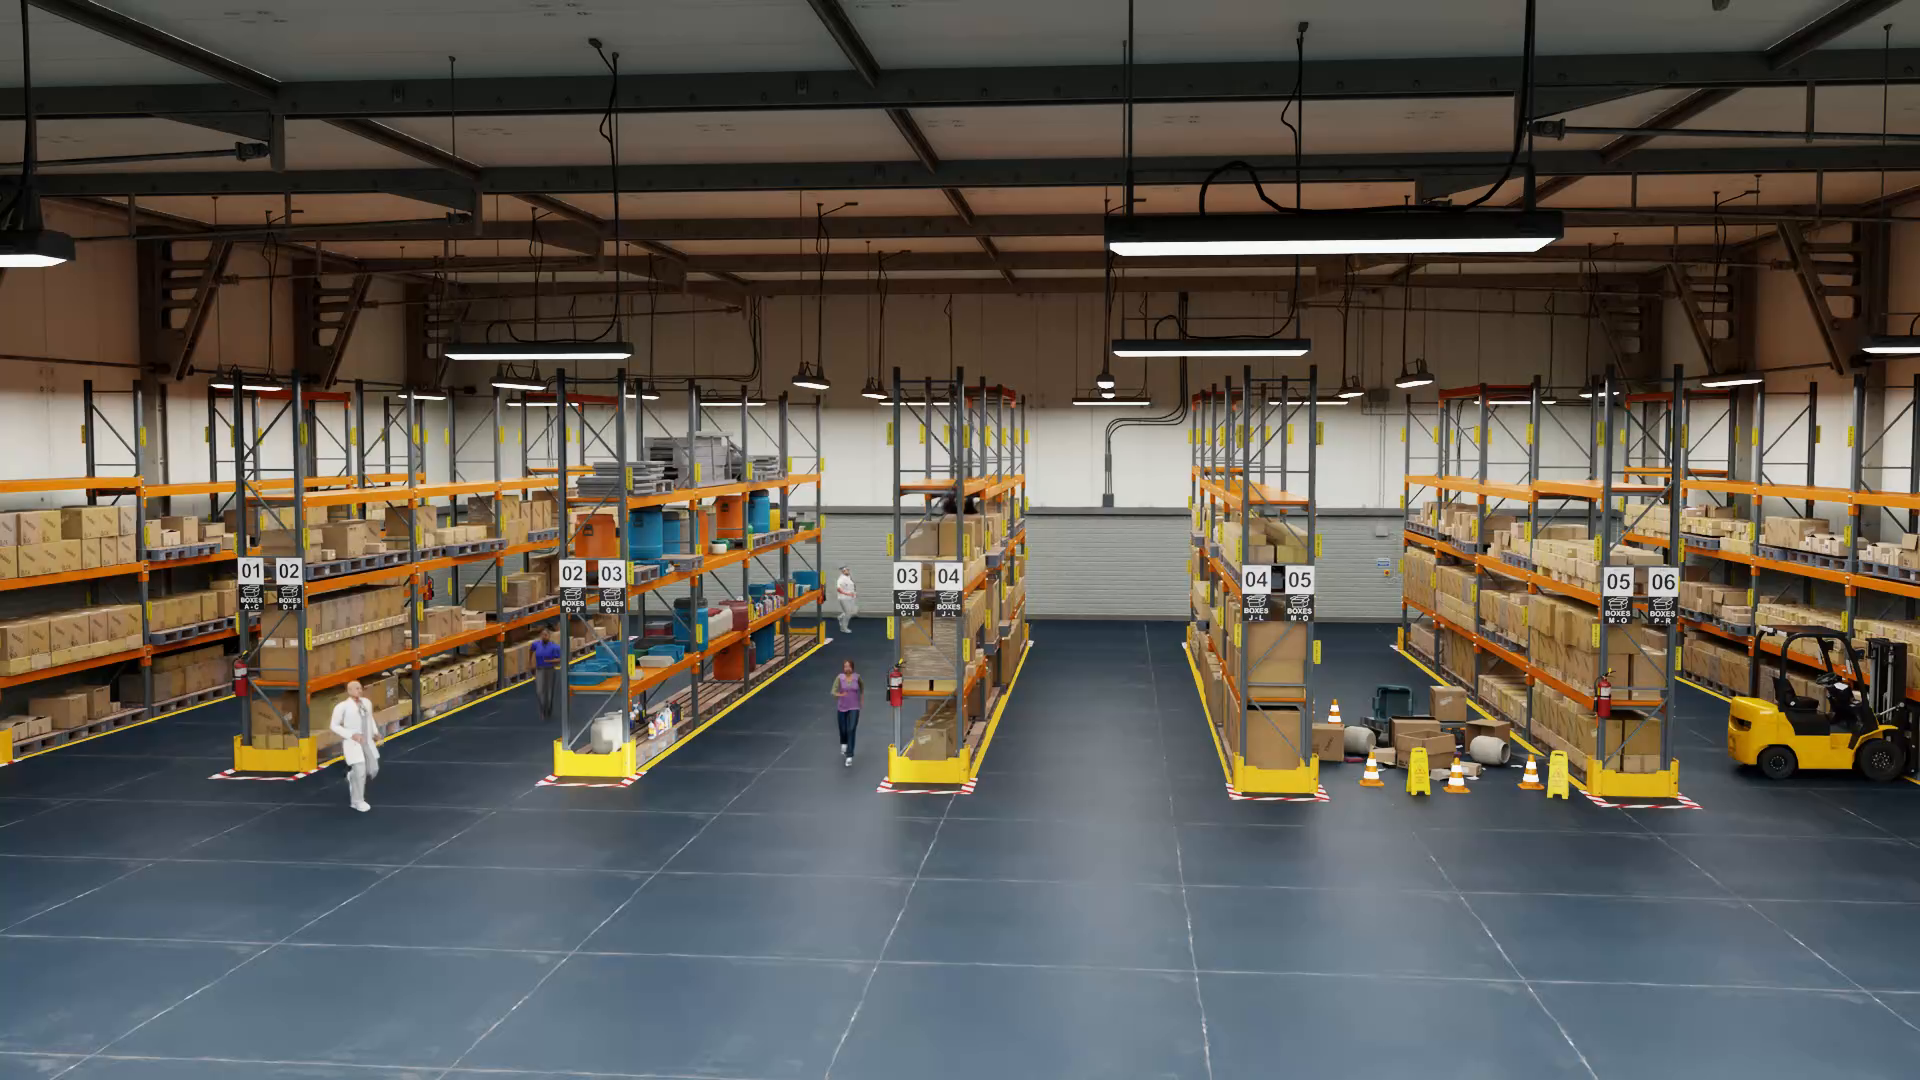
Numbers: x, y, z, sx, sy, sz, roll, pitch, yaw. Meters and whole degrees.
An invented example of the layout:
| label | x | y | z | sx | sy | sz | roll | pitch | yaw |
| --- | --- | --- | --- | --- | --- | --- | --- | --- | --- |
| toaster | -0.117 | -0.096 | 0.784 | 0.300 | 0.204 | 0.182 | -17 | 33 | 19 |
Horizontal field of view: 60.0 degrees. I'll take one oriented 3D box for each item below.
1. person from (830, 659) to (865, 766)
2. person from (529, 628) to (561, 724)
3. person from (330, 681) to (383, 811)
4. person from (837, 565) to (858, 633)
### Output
| label | x | y | z | sx | sy | sz | roll | pitch | yaw |
| --- | --- | --- | --- | --- | --- | --- | --- | --- | --- |
| person | -1.715 | 2.607 | 25.457 | 0.537 | 1.572 | 0.881 | 0 | 4 | -5 |
| person | -7.275 | 2.374 | 29.177 | 0.601 | 1.673 | 0.822 | 0 | 4 | -5 |
| person | -8.115 | 2.756 | 22.348 | 0.639 | 1.736 | 0.712 | 2 | 4 | 33 |
| person | -2.914 | 1.495 | 42.618 | 0.599 | 1.743 | 0.664 | 1 | 4 | 21 |
